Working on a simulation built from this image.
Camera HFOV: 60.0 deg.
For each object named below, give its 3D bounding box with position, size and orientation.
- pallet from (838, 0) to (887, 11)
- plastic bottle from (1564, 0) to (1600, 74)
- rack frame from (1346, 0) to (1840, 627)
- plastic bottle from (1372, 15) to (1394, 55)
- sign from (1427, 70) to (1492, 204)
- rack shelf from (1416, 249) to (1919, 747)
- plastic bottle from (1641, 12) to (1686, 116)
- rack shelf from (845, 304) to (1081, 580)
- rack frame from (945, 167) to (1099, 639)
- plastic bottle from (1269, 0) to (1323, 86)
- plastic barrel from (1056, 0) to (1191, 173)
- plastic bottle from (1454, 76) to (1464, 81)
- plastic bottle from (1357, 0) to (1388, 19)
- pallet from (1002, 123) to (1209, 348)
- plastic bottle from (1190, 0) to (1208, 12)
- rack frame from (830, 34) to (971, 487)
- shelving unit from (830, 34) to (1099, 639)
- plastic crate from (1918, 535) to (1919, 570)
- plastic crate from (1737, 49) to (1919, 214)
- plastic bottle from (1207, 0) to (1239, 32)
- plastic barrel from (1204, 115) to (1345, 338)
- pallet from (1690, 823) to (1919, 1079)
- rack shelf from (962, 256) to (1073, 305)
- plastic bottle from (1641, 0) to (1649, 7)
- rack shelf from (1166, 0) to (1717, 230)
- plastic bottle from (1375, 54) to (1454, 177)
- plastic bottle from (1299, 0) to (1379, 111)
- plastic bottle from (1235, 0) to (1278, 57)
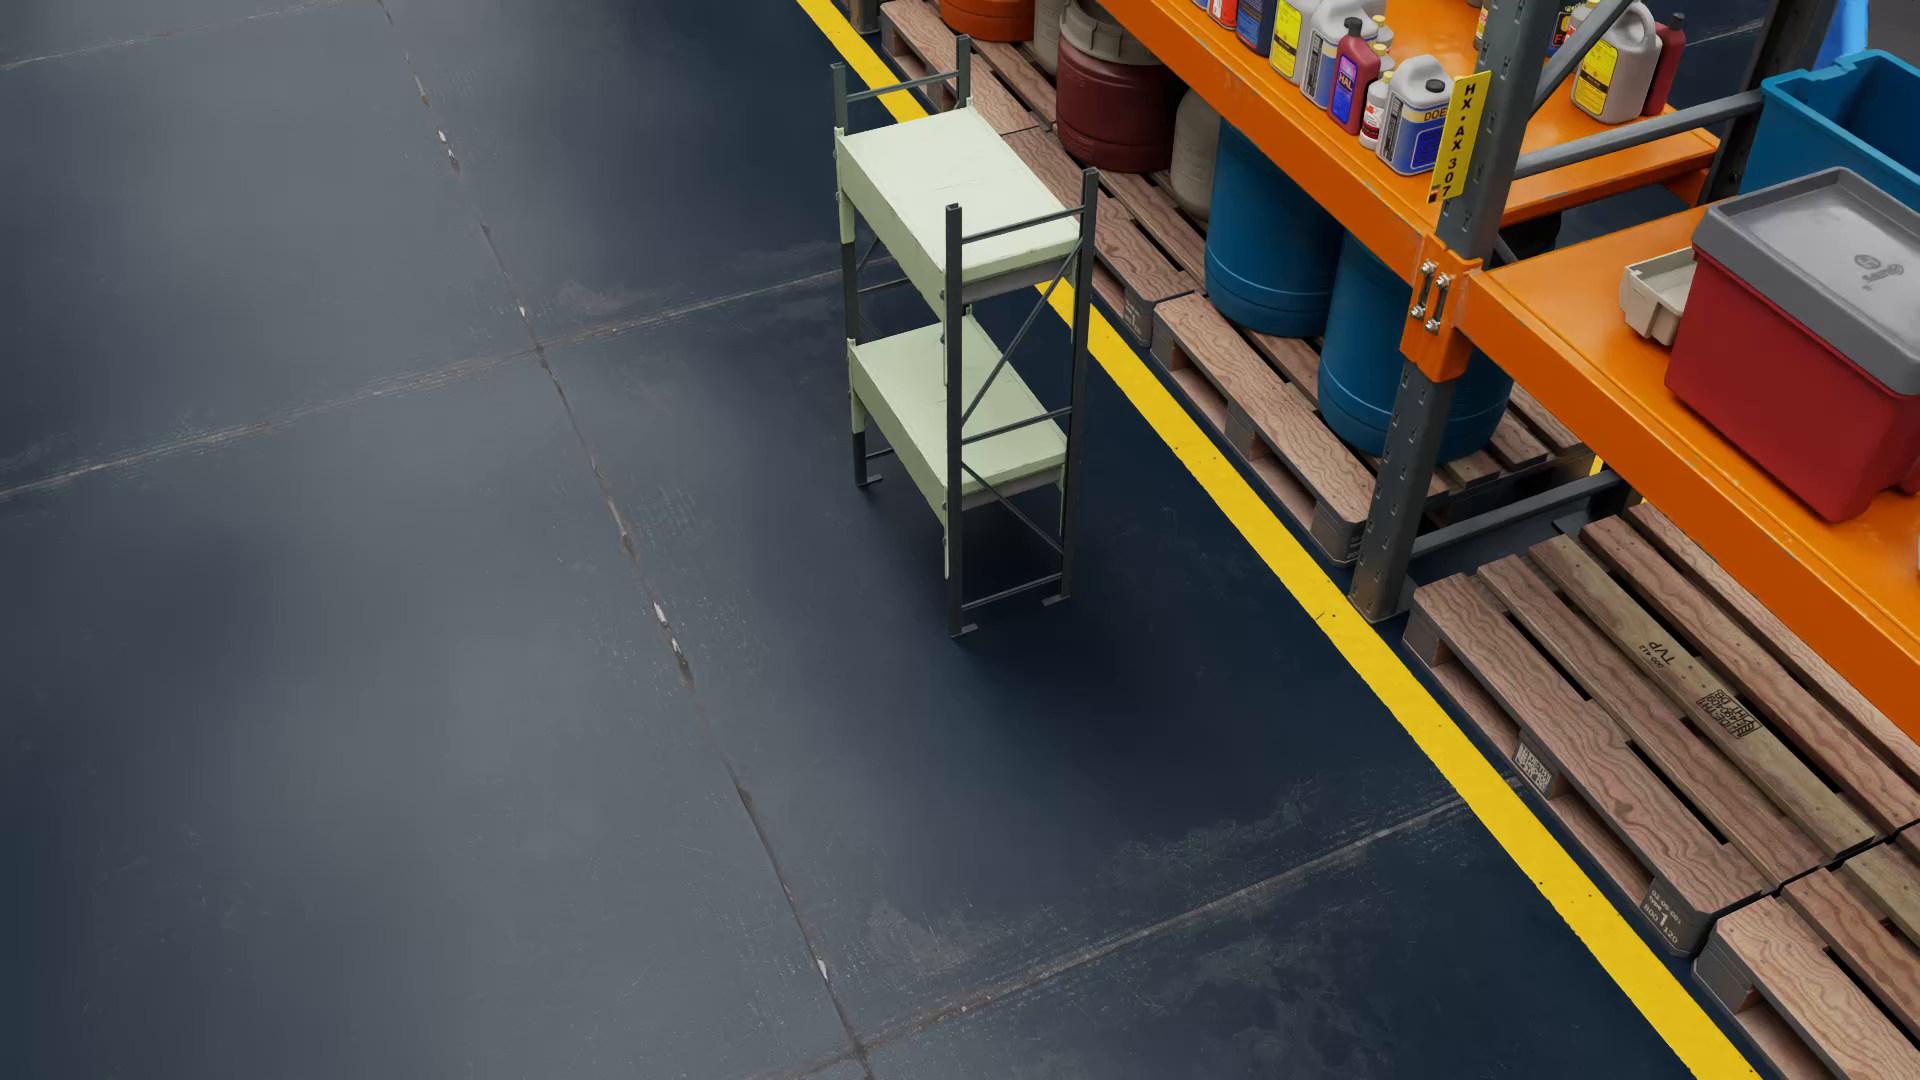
[{"bbox_3d":[-0.315,-3.056,8.197,1.003,0.211,1.213,-18,47,-17],"label":"pallet"},{"bbox_3d":[1.769,-1.436,4.712,0.097,0.201,0.097,0,45,0],"label":"plastic bottle"},{"bbox_3d":[1.657,-0.994,4.122,1.000,3.000,0.127,-18,47,-17],"label":"rack frame"},{"bbox_3d":[1.150,-1.361,4.635,0.097,0.201,0.097,0,45,0],"label":"plastic bottle"},{"bbox_3d":[1.157,-0.932,3.861,0.100,0.325,0.005,-18,47,-17],"label":"sign"},{"bbox_3d":[2.498,0.536,3.083,1.077,0.370,4.000,-18,47,-17],"label":"rack shelf"},{"bbox_3d":[1.890,-1.313,4.528,0.061,0.283,0.133,-18,47,-17],"label":"plastic bottle"},{"bbox_3d":[-0.003,-0.306,4.957,0.431,0.370,0.720,-18,47,-17],"label":"rack shelf"},{"bbox_3d":[0.151,-0.305,4.491,0.400,1.500,0.023,-18,47,-17],"label":"rack frame"},{"bbox_3d":[0.974,-1.466,4.635,0.144,0.351,0.185,-18,47,-17],"label":"plastic bottle"},{"bbox_3d":[0.671,-1.808,6.365,0.600,0.588,0.708,-18,47,-17],"label":"plastic barrel"},{"bbox_3d":[1.304,-1.128,4.399,0.097,0.201,0.097,0,45,0],"label":"plastic bottle"},{"bbox_3d":[1.105,-1.509,4.678,0.144,0.351,0.185,-18,47,-17],"label":"plastic bottle"},{"bbox_3d":[0.854,-1.284,6.401,1.003,0.211,1.213,-18,47,-17],"label":"pallet"},{"bbox_3d":[0.776,-1.746,4.972,0.152,0.276,0.135,-18,47,-17],"label":"plastic bottle"},{"bbox_3d":[-0.157,-0.771,4.964,0.400,1.500,0.023,-18,47,-17],"label":"rack frame"},{"bbox_3d":[-0.003,-0.538,4.728,0.431,1.500,0.755,-18,47,-17],"label":"shelving unit"},{"bbox_3d":[2.132,0.054,3.101,0.437,0.282,0.530,-18,47,-17],"label":"plastic crate"},{"bbox_3d":[2.163,-0.813,3.907,0.392,0.384,0.575,-18,47,-17],"label":"plastic crate"},{"bbox_3d":[0.833,-1.660,4.885,0.152,0.276,0.135,-18,47,-17],"label":"plastic bottle"},{"bbox_3d":[1.146,-1.200,5.525,0.600,0.901,0.708,-18,47,-17],"label":"plastic barrel"},{"bbox_3d":[2.519,1.234,3.849,1.003,0.211,1.213,-18,47,-17],"label":"pallet"},{"bbox_3d":[-0.003,-0.867,4.403,0.332,0.071,0.664,-18,47,-17],"label":"rack shelf"},{"bbox_3d":[1.834,-1.398,4.614,0.061,0.283,0.133,-18,47,-17],"label":"plastic bottle"},{"bbox_3d":[0.816,-2.082,5.598,0.919,0.124,3.809,-18,47,-17],"label":"rack shelf"},{"bbox_3d":[1.198,-1.106,4.323,0.152,0.276,0.135,-18,47,-17],"label":"plastic bottle"},{"bbox_3d":[1.045,-1.339,4.559,0.152,0.276,0.135,-18,47,-17],"label":"plastic bottle"},{"bbox_3d":[0.896,-1.584,4.755,0.144,0.351,0.185,-18,47,-17],"label":"plastic bottle"}]
